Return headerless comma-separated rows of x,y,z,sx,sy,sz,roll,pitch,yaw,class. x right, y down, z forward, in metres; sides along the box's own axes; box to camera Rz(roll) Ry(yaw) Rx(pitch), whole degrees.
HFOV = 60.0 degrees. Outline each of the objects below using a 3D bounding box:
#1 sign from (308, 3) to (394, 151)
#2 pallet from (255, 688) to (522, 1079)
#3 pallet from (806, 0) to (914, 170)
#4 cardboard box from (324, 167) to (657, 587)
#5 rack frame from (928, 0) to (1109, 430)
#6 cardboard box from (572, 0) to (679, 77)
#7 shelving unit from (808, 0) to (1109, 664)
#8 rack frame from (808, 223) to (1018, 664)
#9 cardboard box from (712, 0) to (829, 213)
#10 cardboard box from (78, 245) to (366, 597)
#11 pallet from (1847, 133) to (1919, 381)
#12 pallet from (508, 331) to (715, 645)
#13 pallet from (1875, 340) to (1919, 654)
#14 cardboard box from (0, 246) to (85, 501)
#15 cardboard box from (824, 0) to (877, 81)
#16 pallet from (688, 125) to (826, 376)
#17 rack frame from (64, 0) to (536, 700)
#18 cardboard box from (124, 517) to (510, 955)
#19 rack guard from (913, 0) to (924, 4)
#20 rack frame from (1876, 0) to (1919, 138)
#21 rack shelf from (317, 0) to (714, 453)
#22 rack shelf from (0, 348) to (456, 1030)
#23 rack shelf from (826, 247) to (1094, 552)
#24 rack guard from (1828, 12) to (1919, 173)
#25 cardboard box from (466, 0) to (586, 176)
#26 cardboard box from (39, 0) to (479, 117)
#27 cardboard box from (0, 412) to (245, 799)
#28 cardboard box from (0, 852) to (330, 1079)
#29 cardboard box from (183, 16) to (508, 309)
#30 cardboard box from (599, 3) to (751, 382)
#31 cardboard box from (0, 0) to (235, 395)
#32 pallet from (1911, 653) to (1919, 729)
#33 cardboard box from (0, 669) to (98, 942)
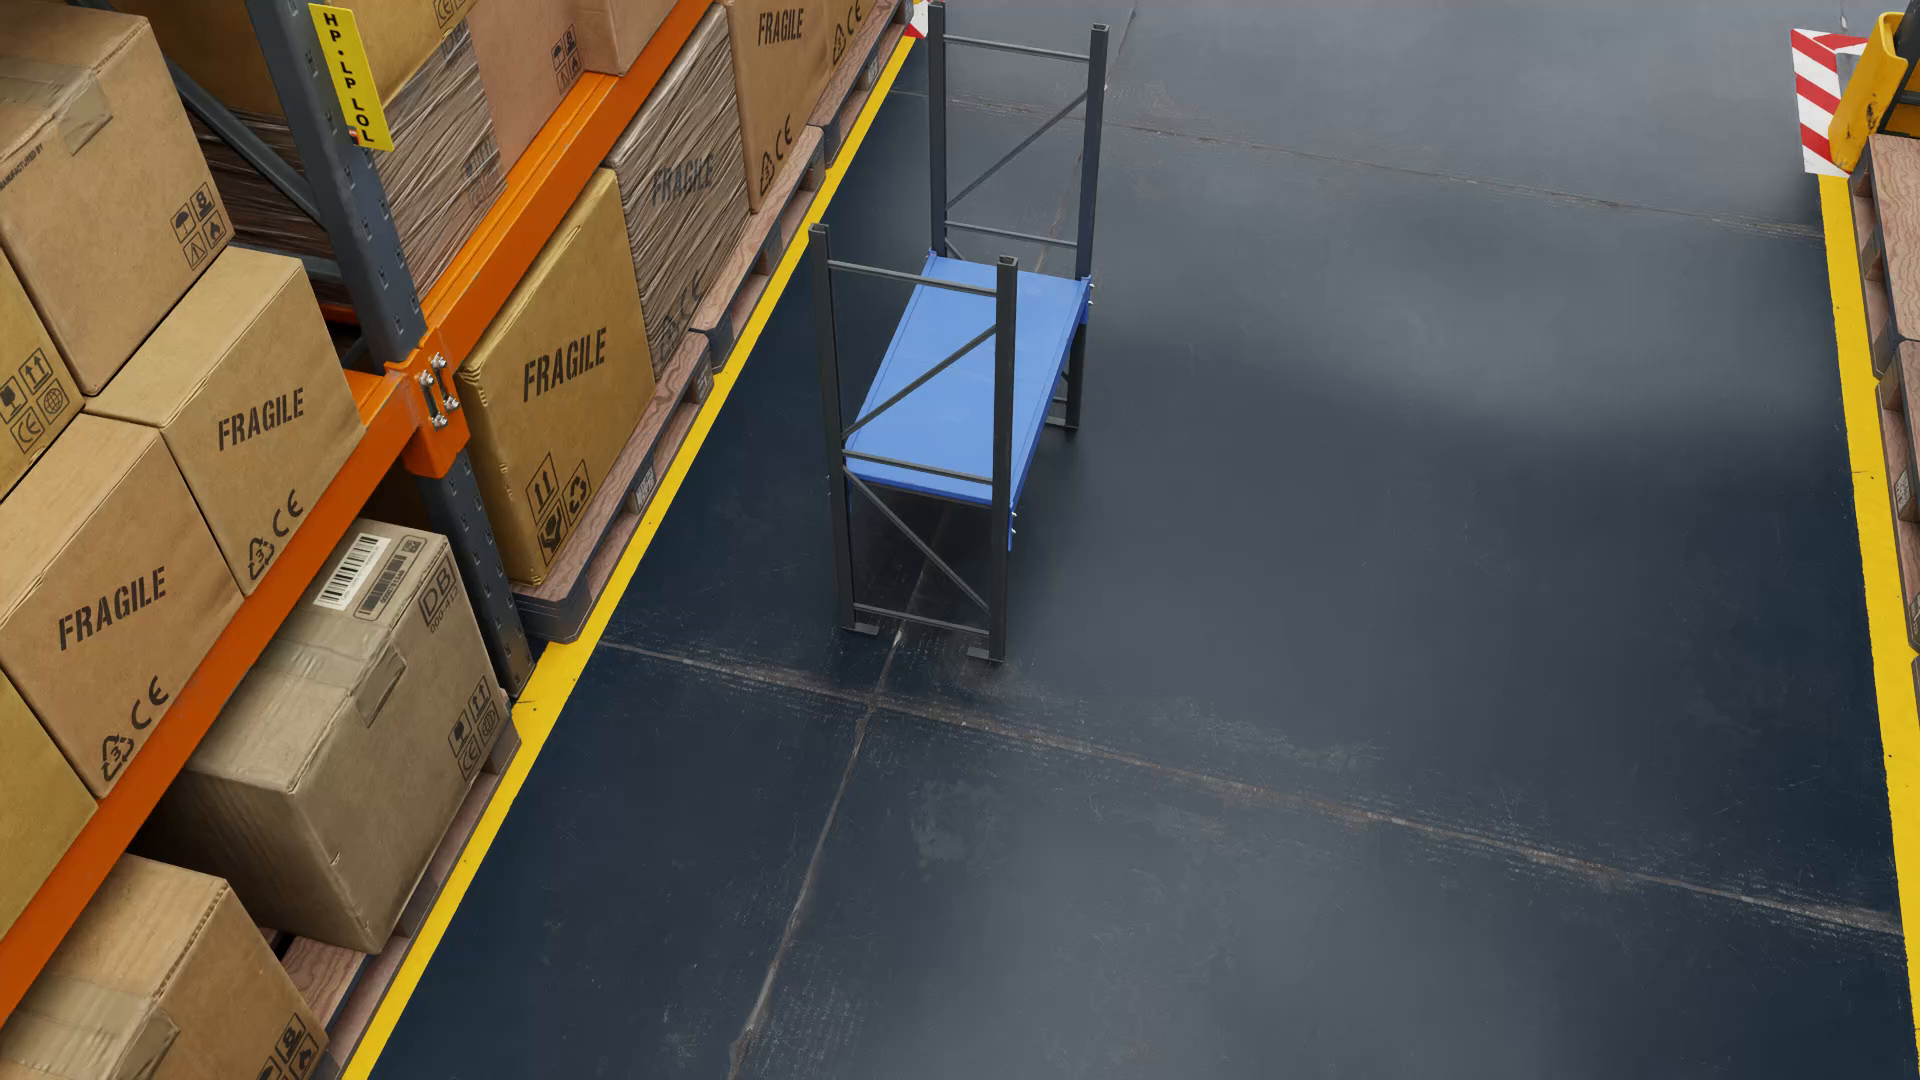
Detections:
-1.226,-0.927,3.348,0.100,0.325,0.005,12,50,10,sign
-1.882,0.826,4.380,1.003,0.211,1.213,12,50,10,pallet
-0.834,-2.047,6.916,1.003,0.211,1.213,12,50,10,pallet
-1.519,-0.547,4.869,0.875,0.875,0.875,12,50,11,cardboard box
0.156,-0.926,5.067,0.500,1.500,0.032,12,50,10,rack frame
-1.288,-1.758,4.701,0.875,0.550,0.550,12,50,10,cardboard box
0.022,-0.558,4.742,0.538,1.500,1.048,12,50,10,shelving unit
-0.111,-0.190,4.418,0.500,1.500,0.032,12,50,10,rack frame
-1.043,-1.859,6.027,0.875,0.875,0.875,11,49,9,cardboard box
-1.631,-0.273,3.423,0.500,0.500,0.500,11,50,10,cardboard box
3.792,-0.953,5.950,1.003,0.211,1.213,12,50,10,pallet
-1.476,-0.282,5.358,1.003,0.211,1.213,12,50,10,pallet
3.468,-0.073,5.174,1.003,0.211,1.213,12,50,10,pallet
-2.010,-0.301,2.782,0.700,0.500,0.500,11,49,9,cardboard box
-0.814,-2.496,6.589,0.875,0.875,0.875,12,50,10,cardboard box
-1.157,-1.167,6.139,1.003,0.211,1.213,12,50,10,pallet
-1.752,-0.670,3.841,1.000,3.000,0.127,12,50,10,rack frame
-1.828,0.402,4.115,1.050,0.750,0.750,11,50,10,cardboard box
-0.693,-2.753,7.347,1.175,0.500,0.348,12,50,10,rack guard
4.059,-2.511,5.466,1.000,3.000,0.127,12,50,10,rack frame
-1.225,-1.879,5.387,1.077,0.370,4.000,12,50,10,rack shelf
-2.278,1.015,2.834,1.077,0.370,4.000,12,50,10,rack shelf
0.022,-0.439,4.877,0.538,0.185,1.000,12,50,10,rack shelf
4.039,-1.629,6.354,1.175,0.500,0.348,12,50,10,rack guard
-1.543,-1.391,4.377,0.875,0.550,0.550,12,50,10,cardboard box
-1.622,-1.337,3.609,0.875,0.550,0.550,12,50,10,cardboard box
-1.764,0.093,3.101,0.500,0.500,0.500,11,50,10,cardboard box
-2.086,1.099,3.500,1.050,0.750,0.750,12,50,10,cardboard box
-1.666,-0.989,4.022,0.875,0.550,0.550,12,50,10,cardboard box
-1.285,-1.200,5.445,0.875,0.875,0.875,12,50,10,cardboard box
-1.877,-0.674,3.110,0.700,0.500,0.500,11,49,9,cardboard box
3.149,0.812,4.393,1.003,0.211,1.213,12,50,10,pallet
-1.897,0.458,2.778,0.500,0.500,0.500,12,50,10,cardboard box
